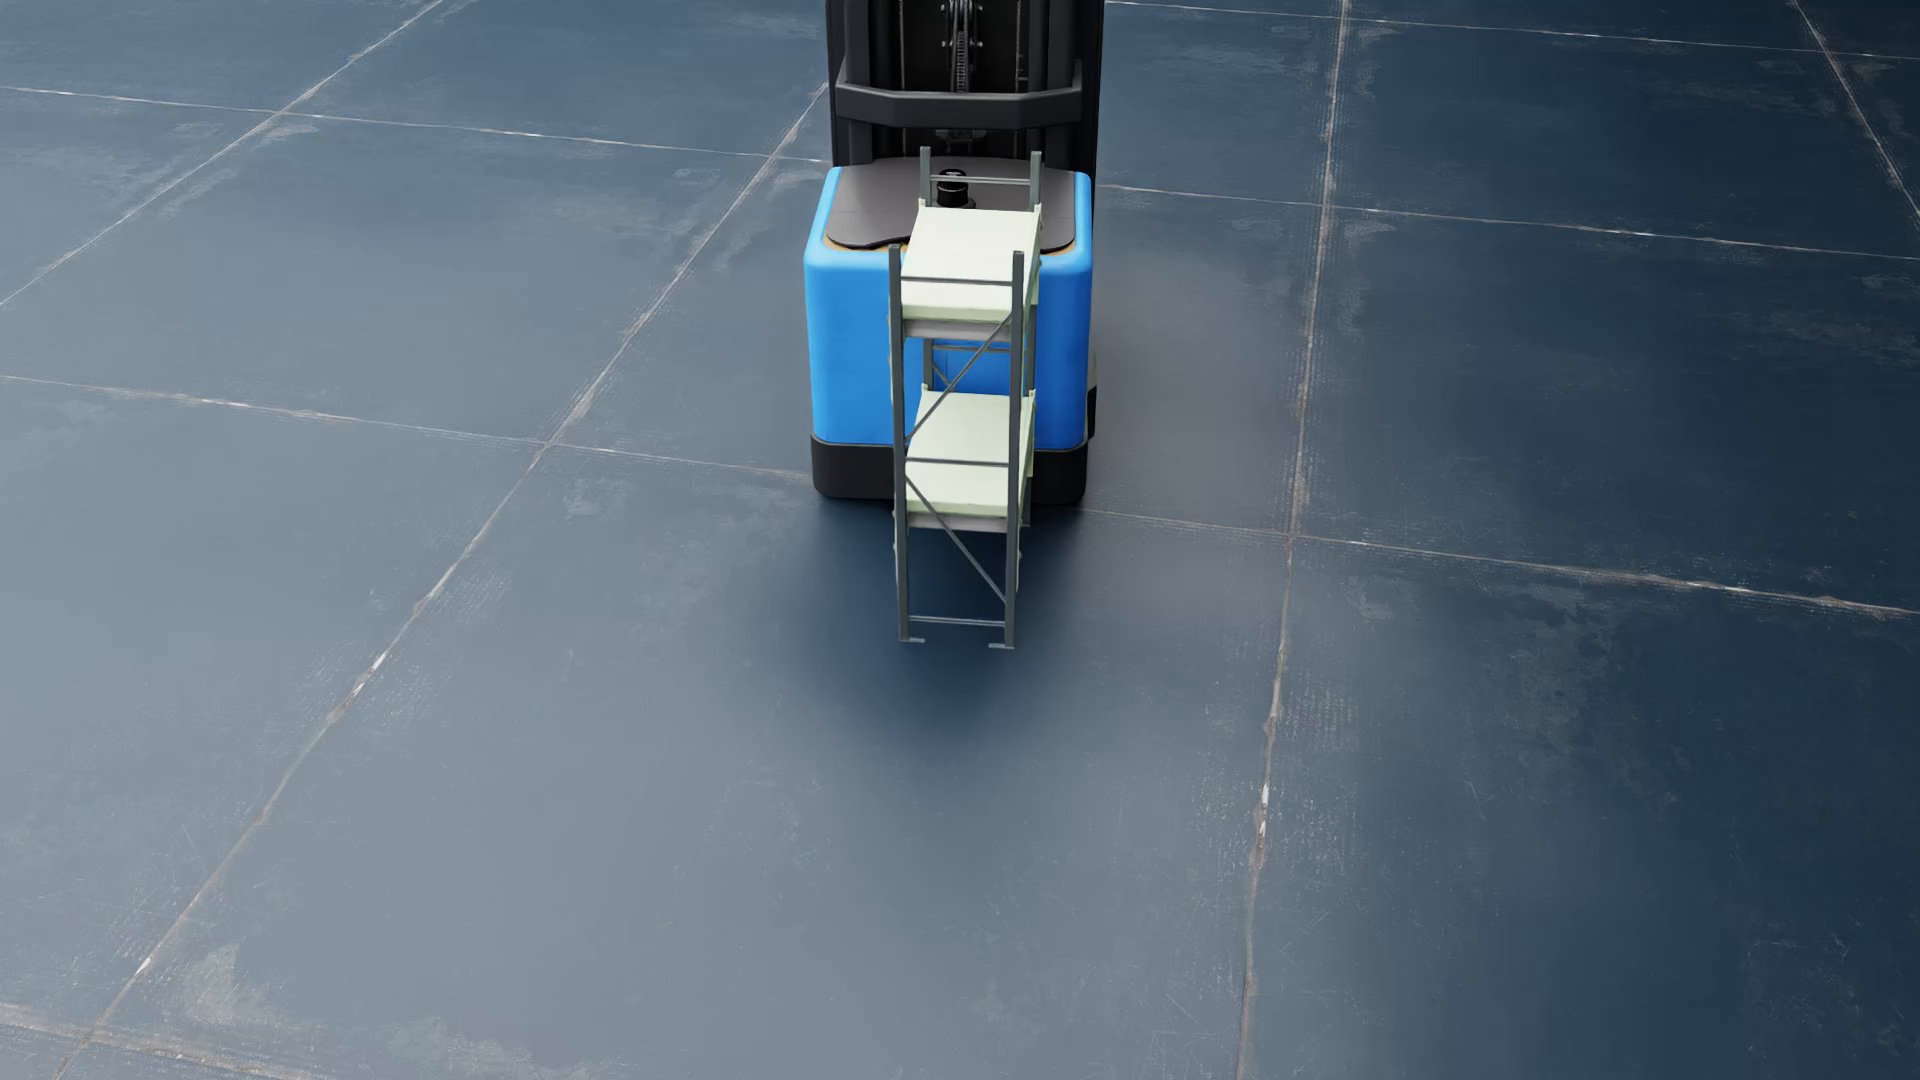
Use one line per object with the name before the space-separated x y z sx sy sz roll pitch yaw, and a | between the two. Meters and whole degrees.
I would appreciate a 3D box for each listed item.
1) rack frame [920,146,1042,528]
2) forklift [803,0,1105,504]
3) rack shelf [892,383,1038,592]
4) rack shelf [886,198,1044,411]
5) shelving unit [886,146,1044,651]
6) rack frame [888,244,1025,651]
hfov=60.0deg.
rack frame | 0.068 -0.672 5.900 0.400 1.500 0.023 4 36 5
forklift | 0.032 -2.163 6.737 1.130 2.935 3.031 2 36 2
rack shelf | 0.028 -0.195 5.796 0.431 0.370 0.720 4 36 5
rack shelf | 0.028 -0.775 5.376 0.431 0.370 0.720 4 36 5
shelving unit | 0.028 -0.459 5.605 0.431 1.500 0.755 4 36 5
rack frame | -0.011 -0.245 5.310 0.400 1.500 0.023 4 36 5
